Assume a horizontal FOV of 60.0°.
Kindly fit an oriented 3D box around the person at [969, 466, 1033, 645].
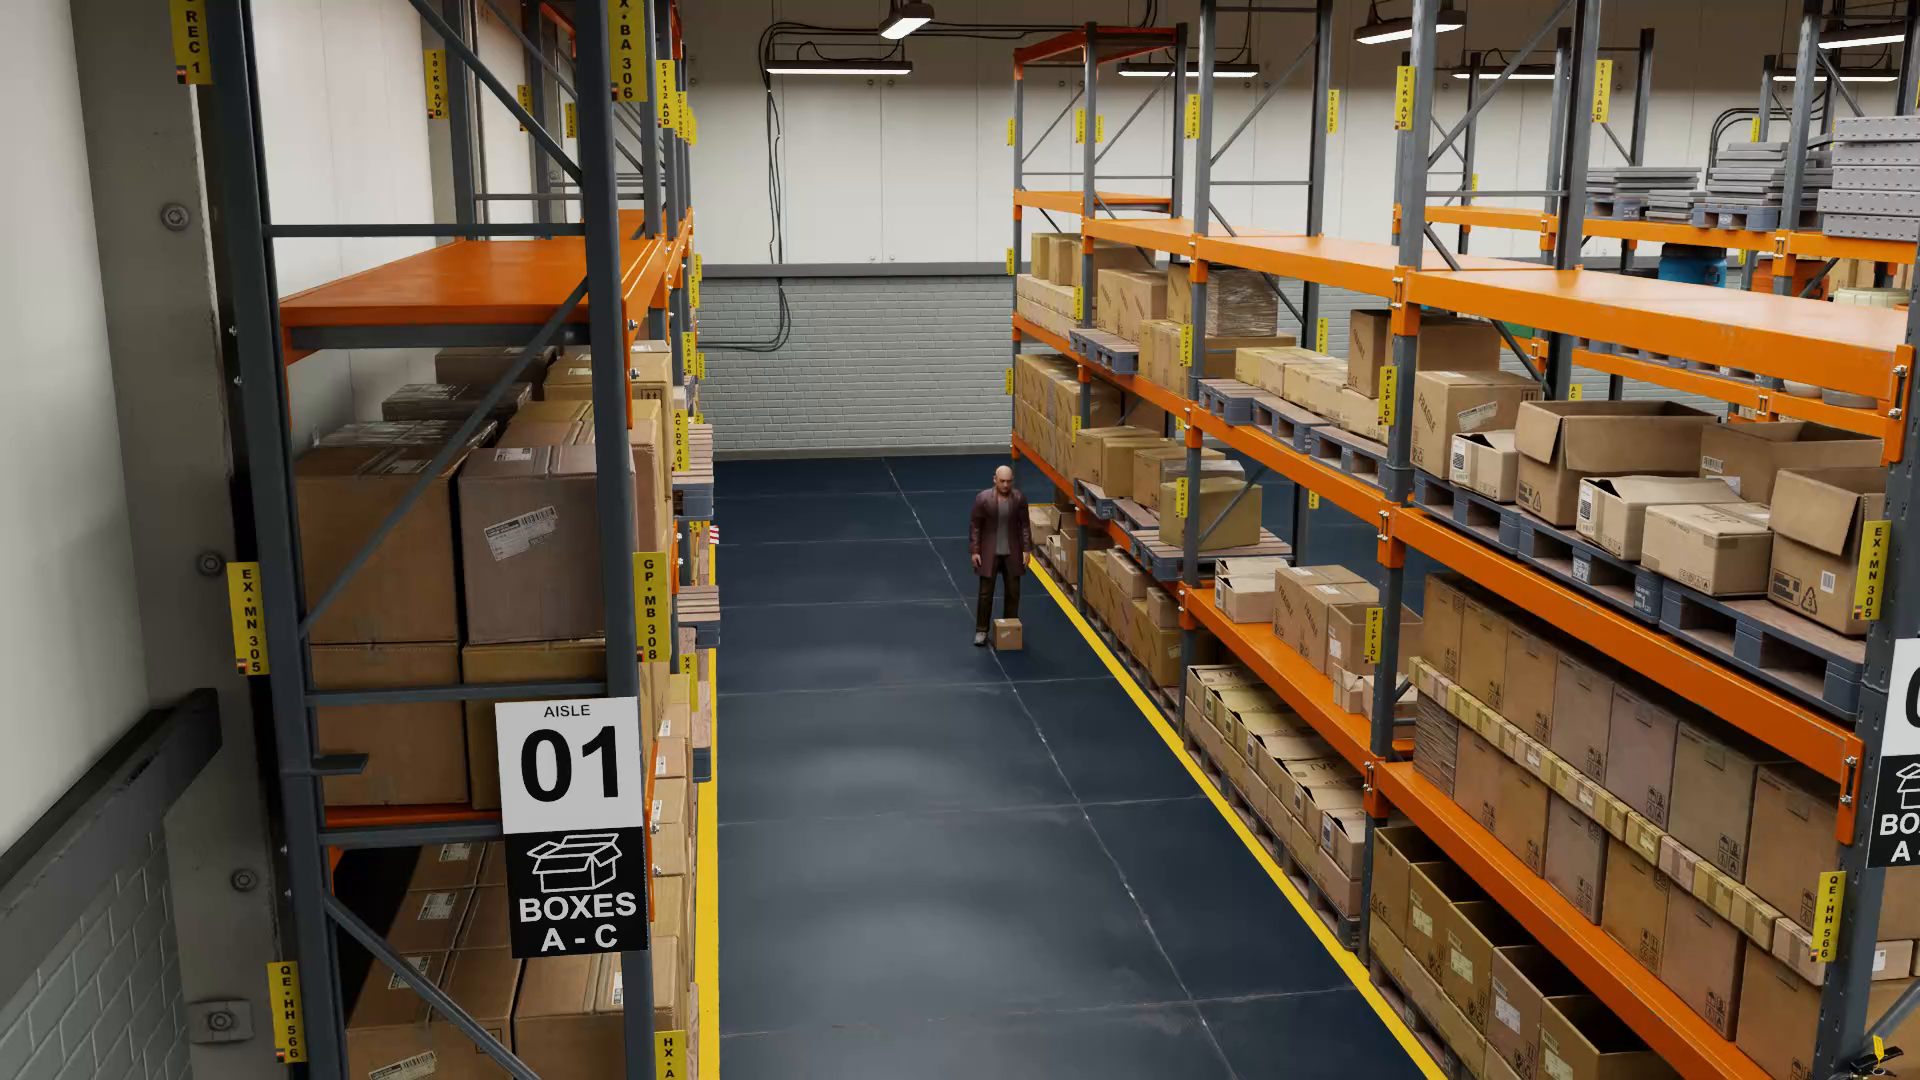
[{"bbox_3d":[0.402,0.134,16.433,0.643,1.774,0.424,-2,13,-8],"label":"person"}]
